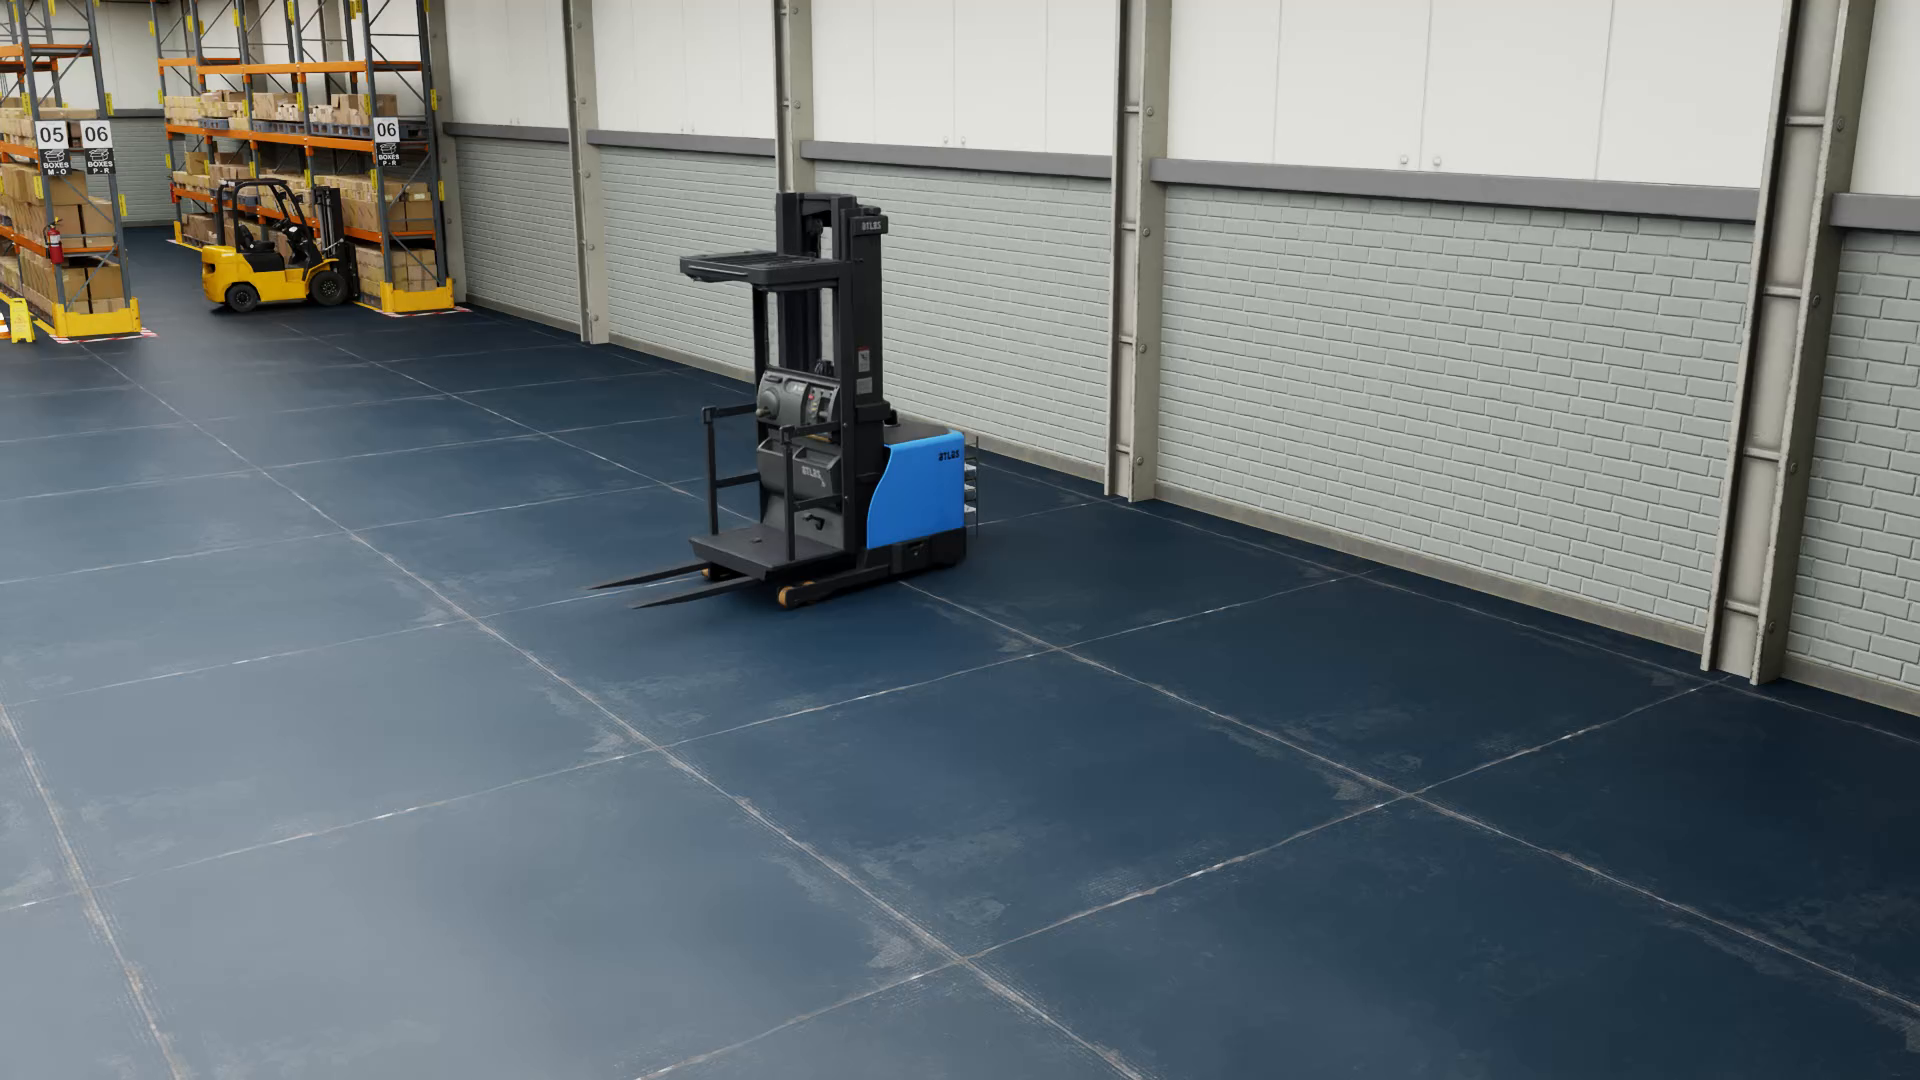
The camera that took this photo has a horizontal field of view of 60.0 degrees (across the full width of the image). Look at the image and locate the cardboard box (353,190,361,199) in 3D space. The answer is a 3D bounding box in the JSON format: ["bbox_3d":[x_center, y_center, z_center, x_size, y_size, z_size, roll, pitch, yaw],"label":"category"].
[{"bbox_3d":[-10.348,-6.026,28.994,0.380,0.149,0.250,-12,19,-36],"label":"cardboard box"}]

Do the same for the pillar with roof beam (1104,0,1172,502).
[{"bbox_3d":[-1.887,-4.086,11.958,9.100,9.000,0.400,-11,19,-35],"label":"pillar with roof beam"}]

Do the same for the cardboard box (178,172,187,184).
[{"bbox_3d":[-18.370,-8.657,39.744,0.500,0.250,0.500,-11,19,-34],"label":"cardboard box"}]

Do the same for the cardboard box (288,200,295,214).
[{"bbox_3d":[-12.735,-6.482,32.359,0.500,0.250,0.500,-11,19,-34],"label":"cardboard box"}]

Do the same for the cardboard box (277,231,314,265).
[{"bbox_3d":[-13.266,-5.907,33.680,0.875,0.625,0.625,-10,18,-33],"label":"cardboard box"}]

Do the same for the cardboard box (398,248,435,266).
[{"bbox_3d":[-9.438,-4.906,28.838,0.500,0.250,0.500,-11,19,-35],"label":"cardboard box"}]

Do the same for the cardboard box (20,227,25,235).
[{"bbox_3d":[-15.557,-5.214,27.921,0.380,0.149,0.250,-10,18,-33],"label":"cardboard box"}]

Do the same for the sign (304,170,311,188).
[{"bbox_3d":[-12.093,-6.704,30.843,0.100,0.325,0.005,-11,19,-35],"label":"sign"}]

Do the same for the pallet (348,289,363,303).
[{"bbox_3d":[-10.505,-4.488,30.072,1.003,0.211,1.213,-11,19,-35],"label":"pallet"}]

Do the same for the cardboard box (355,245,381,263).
[{"bbox_3d":[-10.441,-5.038,29.321,0.500,0.250,0.500,-11,19,-34],"label":"cardboard box"}]

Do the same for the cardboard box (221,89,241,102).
[{"bbox_3d":[-16.129,-9.843,36.817,0.396,0.266,0.258,-11,19,-35],"label":"cardboard box"}]

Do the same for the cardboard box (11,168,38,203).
[{"bbox_3d":[-14.473,-5.596,26.191,0.700,0.500,0.500,-11,19,-35],"label":"cardboard box"}]

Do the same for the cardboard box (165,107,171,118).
[{"bbox_3d":[-18.676,-10.213,39.747,0.500,0.250,0.500,-11,19,-35],"label":"cardboard box"}]

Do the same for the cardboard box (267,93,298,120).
[{"bbox_3d":[-13.185,-8.460,32.446,0.500,0.500,0.500,-10,18,-33],"label":"cardboard box"}]

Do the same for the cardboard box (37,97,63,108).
[{"bbox_3d":[-15.994,-7.608,29.052,0.500,0.250,0.500,-11,19,-36],"label":"cardboard box"}]

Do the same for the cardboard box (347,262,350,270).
[{"bbox_3d":[-10.745,-4.911,29.805,0.500,0.250,0.500,-11,19,-35],"label":"cardboard box"}]

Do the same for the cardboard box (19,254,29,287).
[{"bbox_3d":[-15.545,-4.568,28.078,0.500,0.500,0.500,-10,18,-32],"label":"cardboard box"}]

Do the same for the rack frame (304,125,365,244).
[{"bbox_3d":[-11.660,-6.270,31.301,1.000,3.000,0.127,-11,19,-35],"label":"rack frame"}]

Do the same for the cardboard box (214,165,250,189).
[{"bbox_3d":[-15.956,-7.980,36.566,0.700,0.500,0.500,-11,19,-34],"label":"cardboard box"}]

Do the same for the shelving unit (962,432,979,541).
[{"bbox_3d":[-0.005,-0.436,13.964,0.258,0.900,0.210,-11,19,-35],"label":"shelving unit"}]

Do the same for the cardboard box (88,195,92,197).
[{"bbox_3d":[-14.594,-5.415,27.425,0.500,0.500,0.500,-10,18,-33],"label":"cardboard box"}]

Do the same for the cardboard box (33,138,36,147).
[{"bbox_3d":[-13.757,-6.003,25.119,0.380,0.149,0.250,-11,19,-34],"label":"cardboard box"}]

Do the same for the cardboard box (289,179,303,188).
[{"bbox_3d":[-12.816,-6.937,32.323,0.380,0.149,0.250,-11,19,-34],"label":"cardboard box"}]

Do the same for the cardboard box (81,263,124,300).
[{"bbox_3d":[-13.586,-4.102,26.375,0.500,0.500,0.500,-12,19,-36],"label":"cardboard box"}]

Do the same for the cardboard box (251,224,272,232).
[{"bbox_3d":[-14.812,-6.616,35.278,0.380,0.149,0.250,-12,19,-36],"label":"cardboard box"}]

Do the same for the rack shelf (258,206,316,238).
[{"bbox_3d":[-12.836,-6.350,32.956,1.077,0.370,4.000,-11,19,-35],"label":"rack shelf"}]

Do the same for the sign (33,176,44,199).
[{"bbox_3d":[-13.782,-5.273,24.869,0.100,0.325,0.005,-11,19,-35],"label":"sign"}]

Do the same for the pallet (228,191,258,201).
[{"bbox_3d":[-15.159,-7.446,35.962,1.003,0.211,1.213,-11,19,-35],"label":"pallet"}]

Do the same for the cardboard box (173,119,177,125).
[{"bbox_3d":[-18.341,-9.875,39.268,0.380,0.149,0.250,-10,18,-33],"label":"cardboard box"}]

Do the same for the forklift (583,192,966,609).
[{"bbox_3d":[-1.378,-1.063,12.407,3.031,2.935,1.130,-14,20,-41],"label":"forklift"}]

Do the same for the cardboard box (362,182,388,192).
[{"bbox_3d":[-10.035,-6.063,28.566,0.380,0.149,0.250,-10,18,-33],"label":"cardboard box"}]

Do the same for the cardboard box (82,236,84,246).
[{"bbox_3d":[-13.514,-4.679,25.967,0.380,0.149,0.250,-11,19,-34],"label":"cardboard box"}]

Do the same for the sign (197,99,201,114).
[{"bbox_3d":[-16.798,-9.588,36.765,0.100,0.325,0.005,-11,19,-35],"label":"sign"}]

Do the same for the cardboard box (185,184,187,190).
[{"bbox_3d":[-18.276,-8.437,39.695,0.380,0.149,0.250,-10,18,-33],"label":"cardboard box"}]

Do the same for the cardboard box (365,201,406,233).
[{"bbox_3d":[-9.810,-5.528,28.402,0.500,0.500,0.500,-11,19,-36],"label":"cardboard box"}]

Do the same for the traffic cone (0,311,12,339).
[{"bbox_3d":[-14.618,-3.312,25.301,0.336,0.463,0.334,-11,19,-35],"label":"traffic cone"}]

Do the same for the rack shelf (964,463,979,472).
[{"bbox_3d":[-0.005,-0.577,13.925,0.258,0.077,0.200,-11,19,-35],"label":"rack shelf"}]

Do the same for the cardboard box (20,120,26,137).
[{"bbox_3d":[-14.124,-6.339,25.594,0.500,0.250,0.500,-11,19,-35],"label":"cardboard box"}]

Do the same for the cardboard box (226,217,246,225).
[{"bbox_3d":[-16.143,-7.123,37.128,0.380,0.149,0.250,-11,19,-36],"label":"cardboard box"}]

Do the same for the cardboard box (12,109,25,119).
[{"bbox_3d":[-14.688,-6.703,26.168,0.380,0.149,0.250,-10,18,-33],"label":"cardboard box"}]

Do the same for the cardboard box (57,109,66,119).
[{"bbox_3d":[-13.934,-6.679,26.082,0.380,0.149,0.250,-11,19,-35],"label":"cardboard box"}]

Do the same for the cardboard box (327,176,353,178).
[{"bbox_3d":[-11.329,-6.565,30.399,0.380,0.149,0.250,-11,19,-36],"label":"cardboard box"}]

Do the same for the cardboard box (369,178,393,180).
[{"bbox_3d":[-10.378,-6.415,29.852,0.380,0.149,0.250,-10,18,-33],"label":"cardboard box"}]

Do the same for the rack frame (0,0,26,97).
[{"bbox_3d":[-18.025,-9.246,30.812,1.000,3.000,0.127,-11,19,-35],"label":"rack frame"}]

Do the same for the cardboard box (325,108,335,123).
[{"bbox_3d":[-11.033,-7.538,29.524,0.396,0.266,0.258,-11,19,-36],"label":"cardboard box"}]

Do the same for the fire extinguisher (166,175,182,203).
[{"bbox_3d":[-19.176,-8.575,40.575,0.296,0.674,0.183,-11,19,-35],"label":"fire extinguisher"}]

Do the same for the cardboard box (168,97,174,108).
[{"bbox_3d":[-18.374,-10.346,39.286,0.500,0.250,0.500,-11,19,-35],"label":"cardboard box"}]

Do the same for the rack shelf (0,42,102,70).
[{"bbox_3d":[-14.497,-7.616,26.226,1.077,0.370,4.000,-11,19,-35],"label":"rack shelf"}]

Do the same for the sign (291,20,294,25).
[{"bbox_3d":[-13.565,-10.631,33.803,0.100,0.325,0.005,-11,19,-35],"label":"sign"}]

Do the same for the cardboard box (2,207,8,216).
[{"bbox_3d":[-16.520,-5.755,29.102,0.380,0.149,0.250,-11,19,-35],"label":"cardboard box"}]

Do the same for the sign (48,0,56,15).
[{"bbox_3d":[-15.223,-8.961,27.851,0.100,0.325,0.005,-11,19,-35],"label":"sign"}]

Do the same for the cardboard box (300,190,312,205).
[{"bbox_3d":[-12.156,-6.504,31.493,0.500,0.250,0.500,-11,19,-36],"label":"cardboard box"}]

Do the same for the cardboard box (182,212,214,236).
[{"bbox_3d":[-18.433,-7.685,40.406,0.797,0.503,0.637,-12,19,-37],"label":"cardboard box"}]
